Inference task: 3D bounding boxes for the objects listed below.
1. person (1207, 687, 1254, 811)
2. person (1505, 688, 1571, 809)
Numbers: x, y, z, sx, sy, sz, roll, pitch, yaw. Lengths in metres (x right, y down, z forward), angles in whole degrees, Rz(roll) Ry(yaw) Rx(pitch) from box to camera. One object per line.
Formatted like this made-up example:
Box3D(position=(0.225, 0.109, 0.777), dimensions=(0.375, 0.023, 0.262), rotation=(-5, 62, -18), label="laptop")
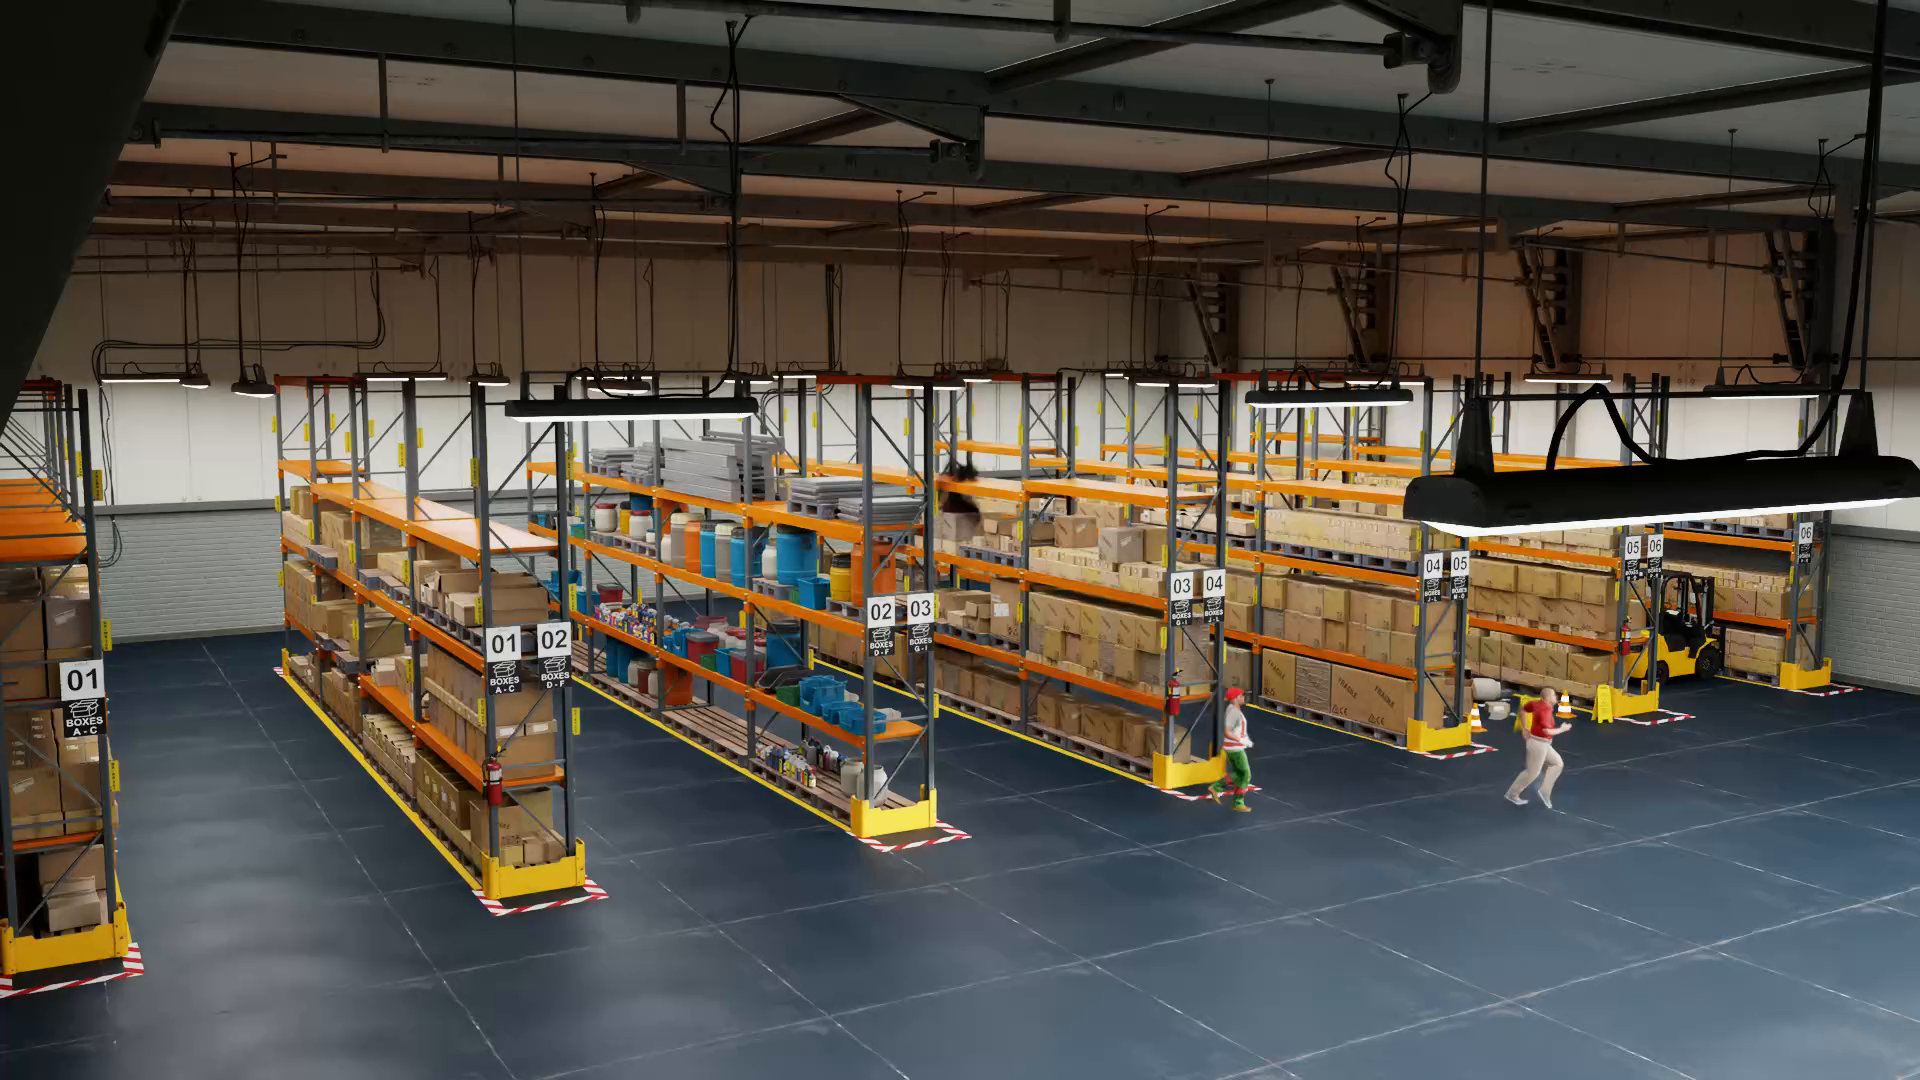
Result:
Box3D(position=(3.806, 2.933, 23.351), dimensions=(0.642, 1.756, 0.687), rotation=(1, 6, 8), label="person")
Box3D(position=(8.131, 2.933, 23.389), dimensions=(0.853, 1.754, 0.689), rotation=(1, 6, 13), label="person")
